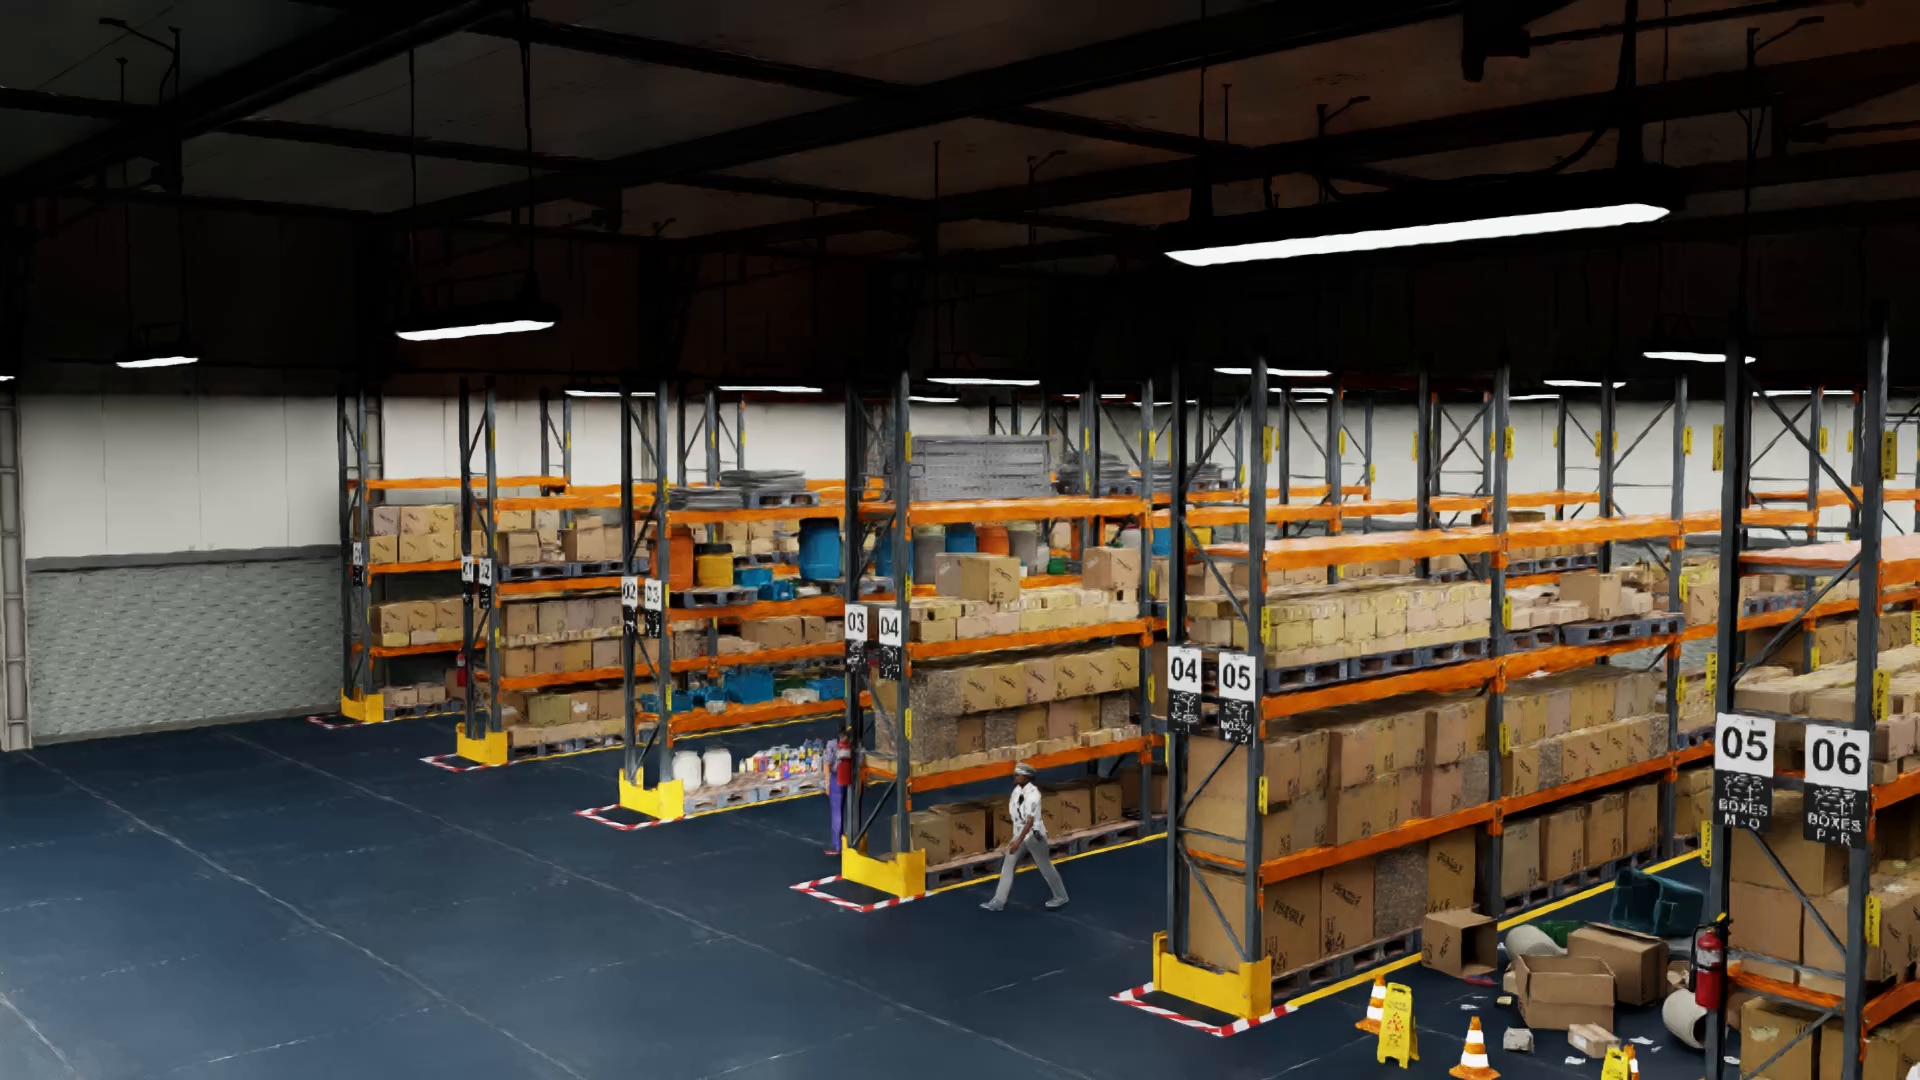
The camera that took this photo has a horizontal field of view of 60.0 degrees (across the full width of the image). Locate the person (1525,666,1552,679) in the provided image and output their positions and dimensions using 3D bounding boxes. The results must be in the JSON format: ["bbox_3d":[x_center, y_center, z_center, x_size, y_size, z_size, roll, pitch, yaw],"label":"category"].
[{"bbox_3d":[8.711,2.605,25.147,0.608,1.787,0.490,-1,4,-13],"label":"person"}]

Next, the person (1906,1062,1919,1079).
[{"bbox_3d":[5.825,3.663,9.773,1.108,1.684,0.579,-3,5,-40],"label":"person"}]

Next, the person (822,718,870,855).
[{"bbox_3d":[-1.402,2.995,20.351,0.598,1.644,0.556,-1,4,-11],"label":"person"}]

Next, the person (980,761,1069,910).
[{"bbox_3d":[0.711,3.165,17.846,0.992,1.623,0.441,-2,4,-33],"label":"person"}]

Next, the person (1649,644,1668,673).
[{"bbox_3d":[13.021,2.317,31.013,0.947,1.619,0.483,-1,4,-18],"label":"person"}]
